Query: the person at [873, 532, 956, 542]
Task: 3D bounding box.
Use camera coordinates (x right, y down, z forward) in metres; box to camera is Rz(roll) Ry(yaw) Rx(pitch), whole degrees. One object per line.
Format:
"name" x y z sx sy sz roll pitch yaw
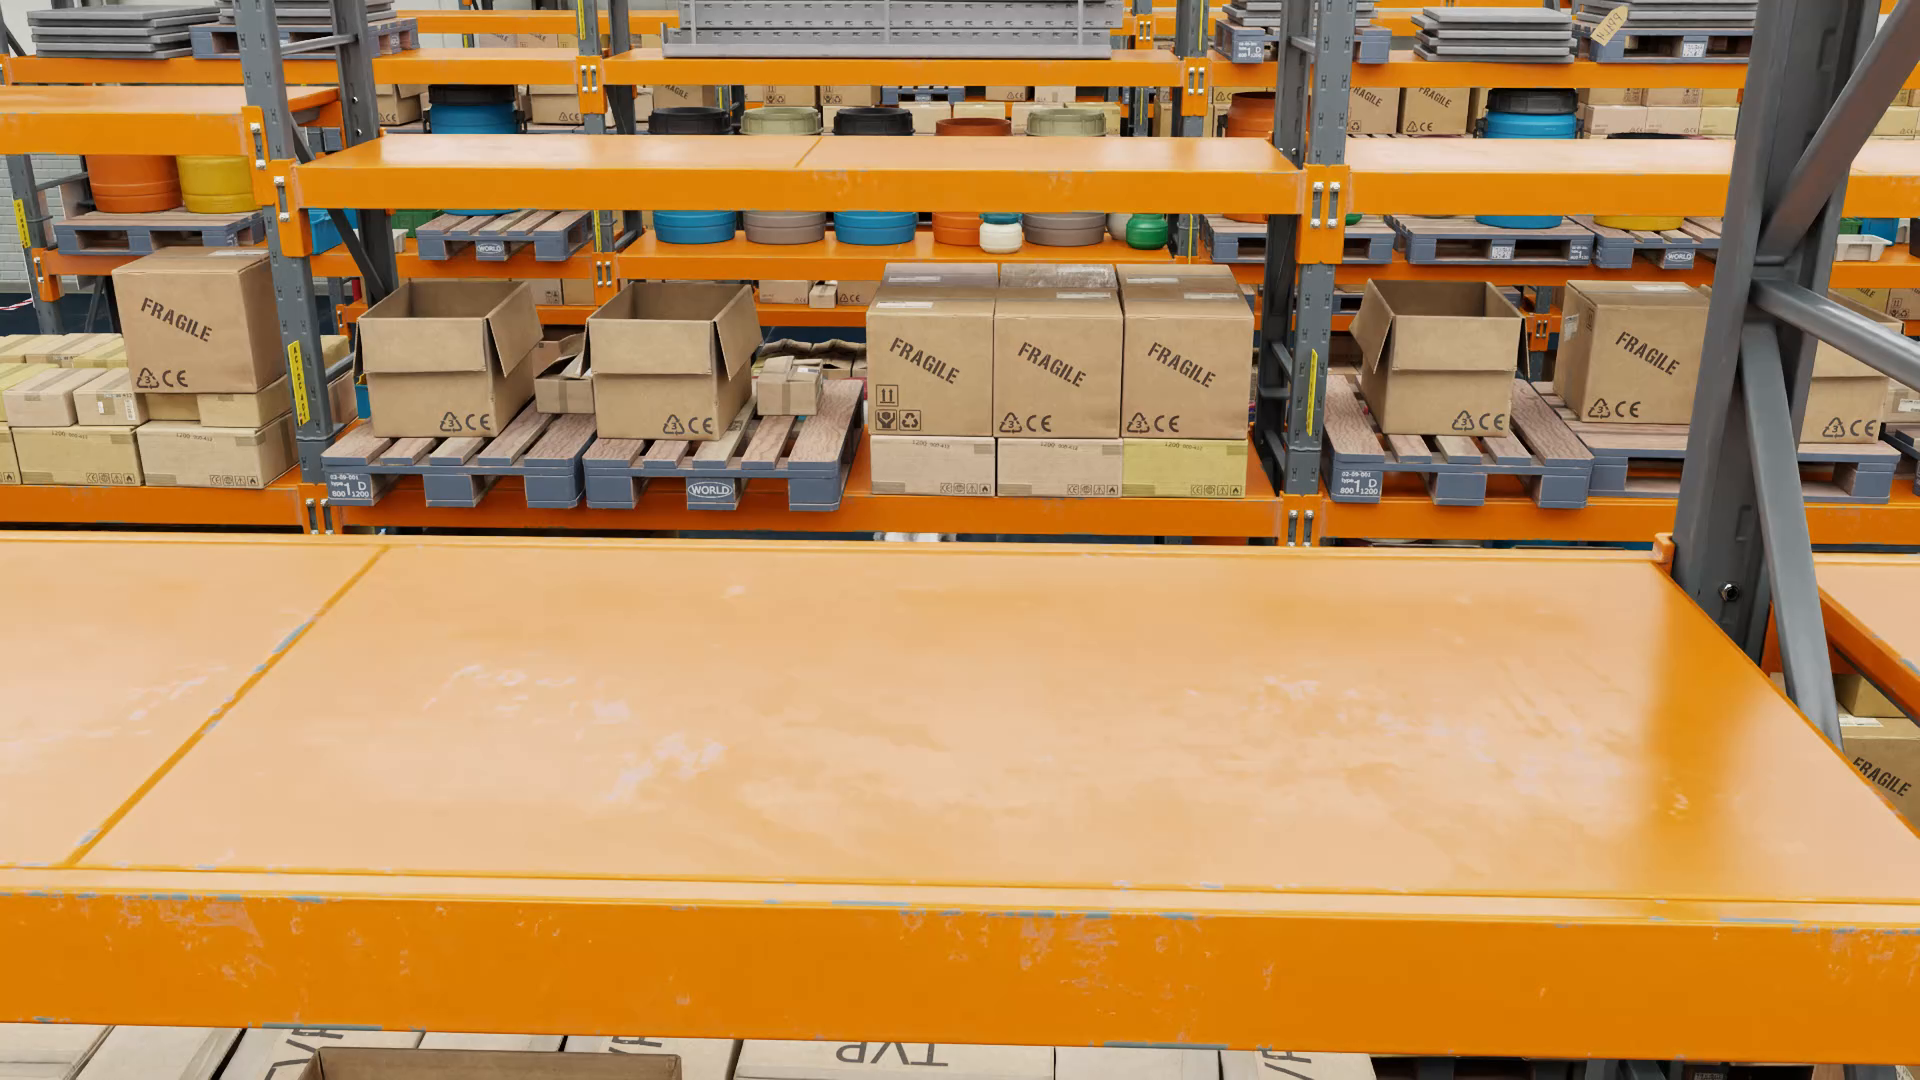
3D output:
"person" -0.318 0.420 10.530 0.572 1.747 0.736 3 21 9
